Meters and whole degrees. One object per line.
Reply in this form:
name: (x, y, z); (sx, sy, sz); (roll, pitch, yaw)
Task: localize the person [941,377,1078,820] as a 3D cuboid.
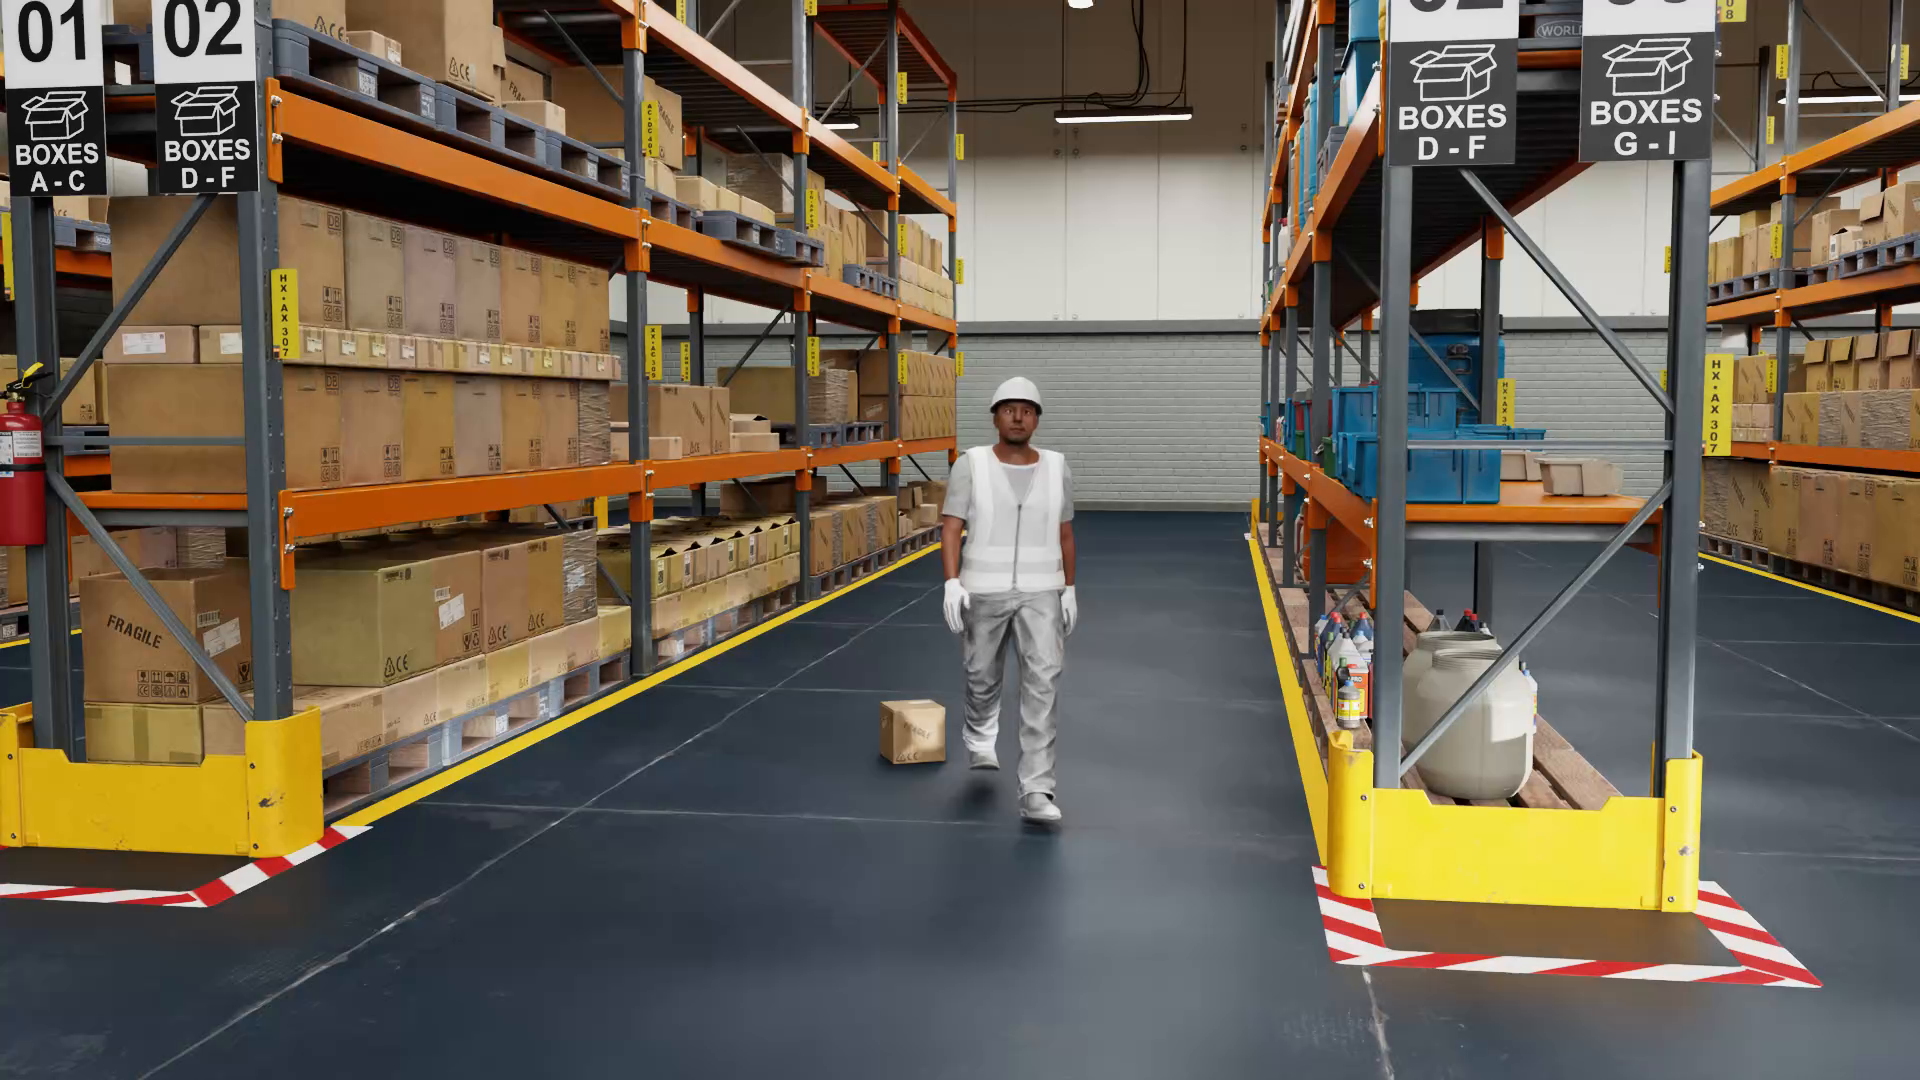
person: (0.209, 0.213, 6.769); (0.579, 1.748, 1.031); (0, 4, -3)
